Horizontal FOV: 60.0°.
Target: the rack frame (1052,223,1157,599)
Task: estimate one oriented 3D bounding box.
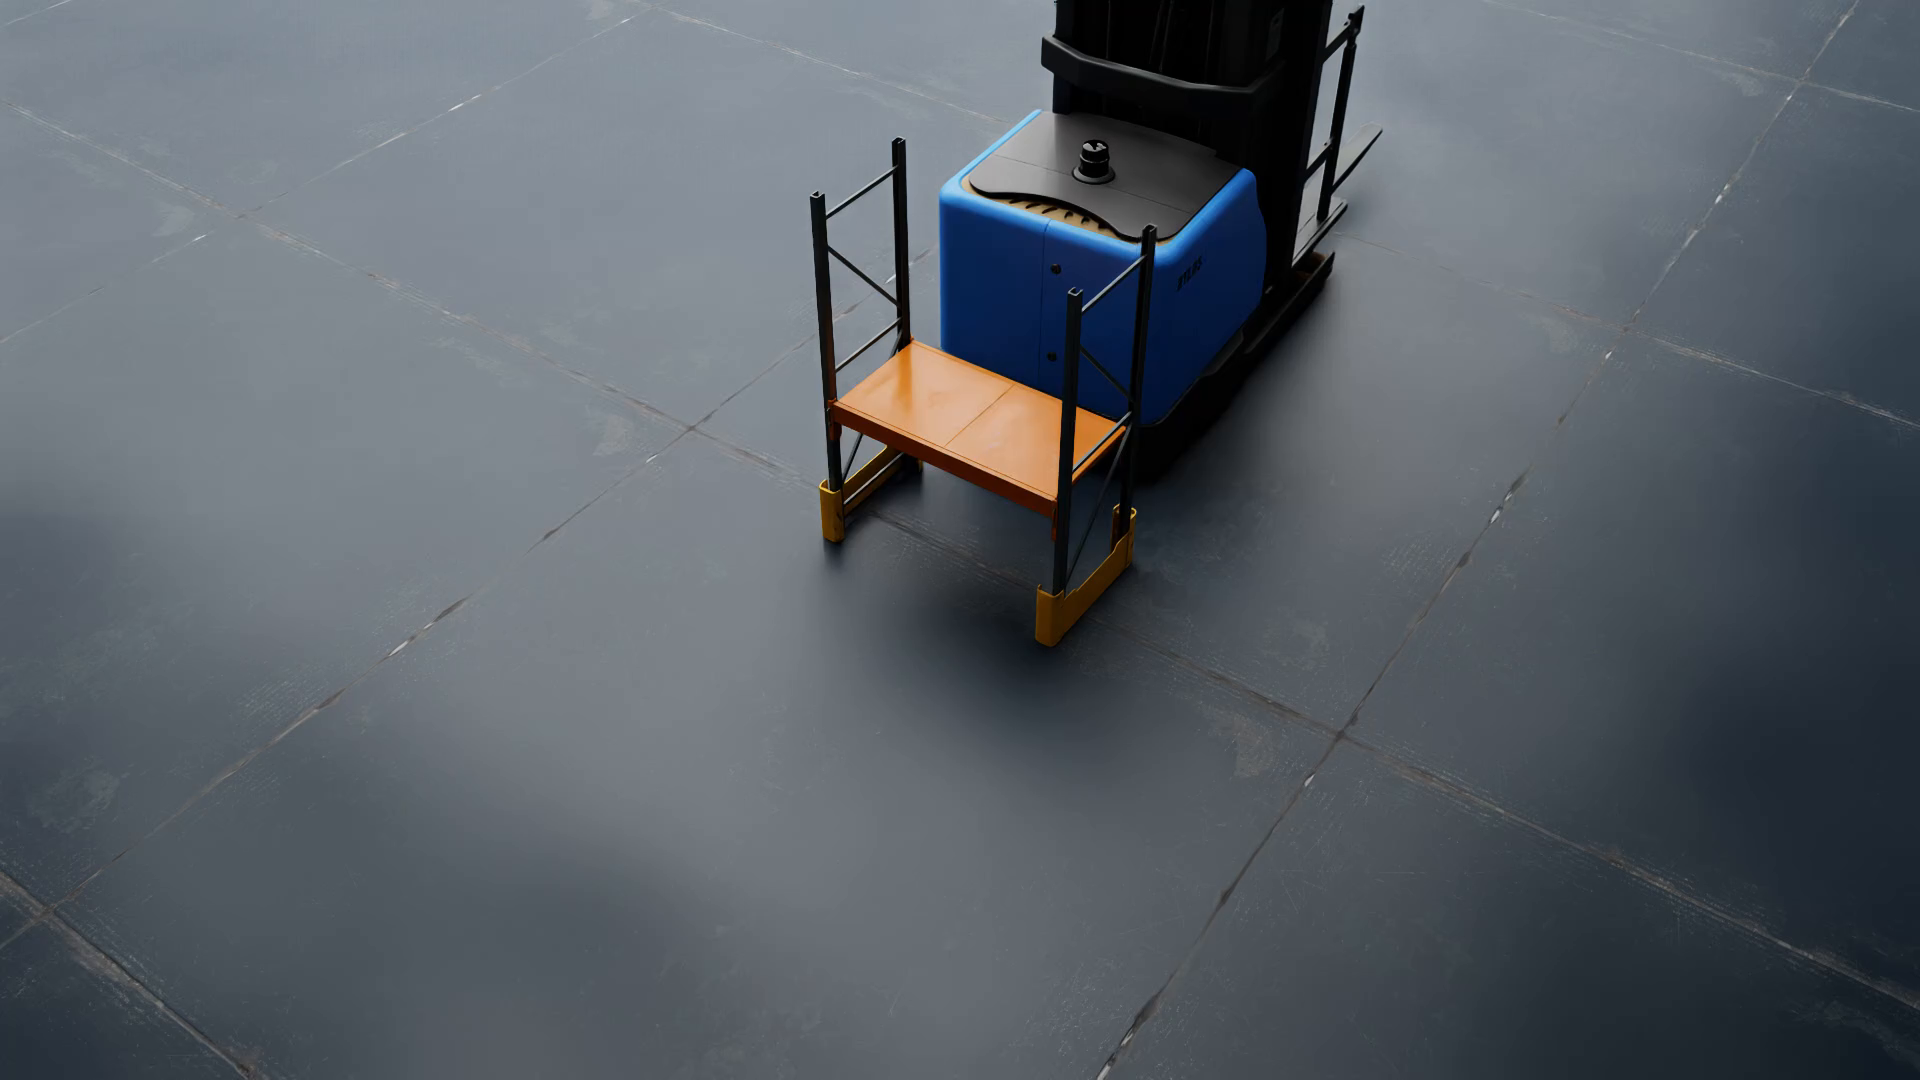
[{"bbox_3d":[0.486,-0.332,5.759,0.032,1.500,0.500,25,48,25],"label":"rack frame"}]

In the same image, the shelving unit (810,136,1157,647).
[{"bbox_3d":[0.062,-0.530,5.980,1.083,1.500,0.587,25,48,25],"label":"shelving unit"}]

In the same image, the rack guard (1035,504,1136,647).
[{"bbox_3d":[0.470,0.127,6.184,0.087,0.250,0.587,25,48,25],"label":"rack guard"}]

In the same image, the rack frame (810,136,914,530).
[{"bbox_3d":[-0.346,-0.721,6.194,0.032,1.500,0.500,25,48,25],"label":"rack frame"}]

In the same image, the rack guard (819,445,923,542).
[{"bbox_3d":[-0.345,-0.255,6.610,0.087,0.250,0.587,25,48,25],"label":"rack guard"}]

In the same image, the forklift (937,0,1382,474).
[{"bbox_3d":[1.101,-2.321,6.909,1.130,2.935,3.031,22,46,23],"label":"forklift"}]

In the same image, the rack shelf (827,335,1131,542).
[{"bbox_3d":[0.070,-0.392,6.096,1.000,0.185,0.538,25,48,25],"label":"rack shelf"}]
